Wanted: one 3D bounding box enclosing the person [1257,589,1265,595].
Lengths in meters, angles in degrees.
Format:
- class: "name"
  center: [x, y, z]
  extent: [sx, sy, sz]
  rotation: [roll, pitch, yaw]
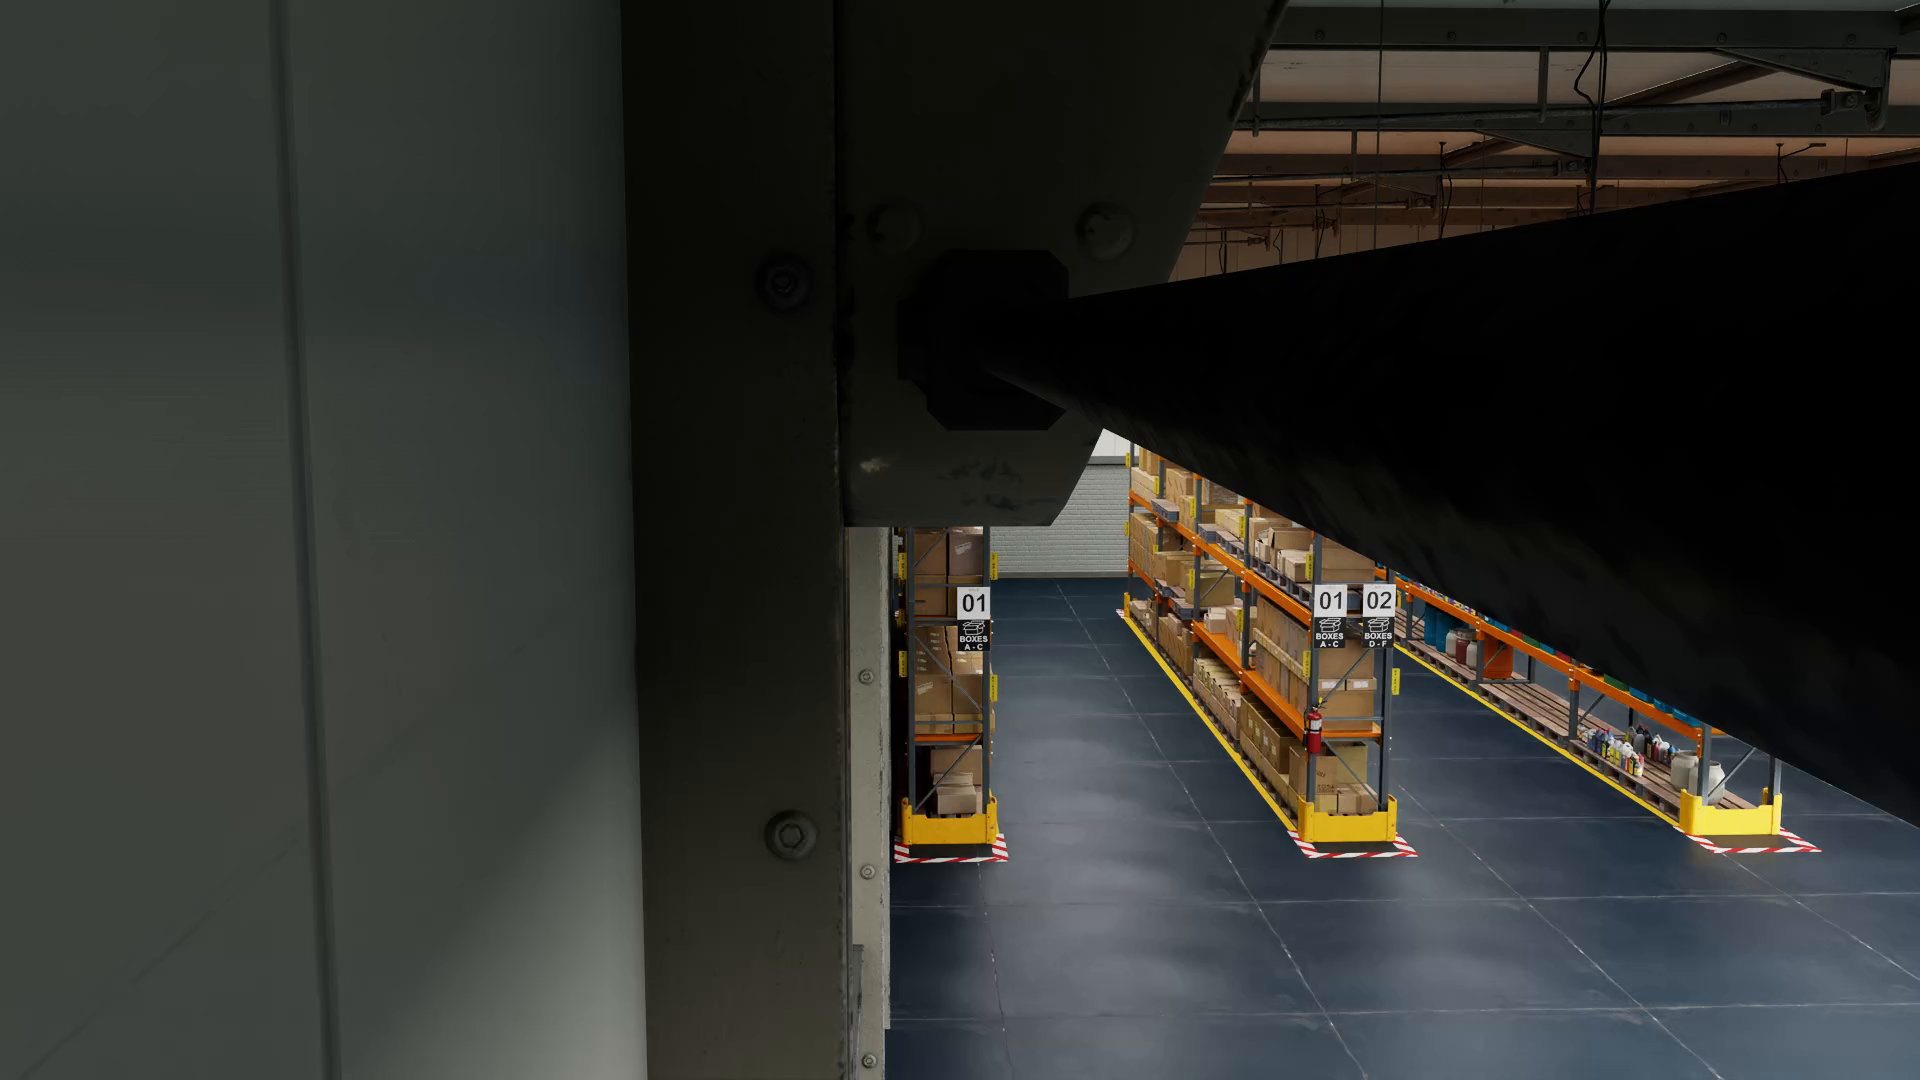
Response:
- class: "person"
  center: [6.356, 1.142, 33.792]
  extent: [0.722, 1.791, 0.900]
  rotation: [-2, 8, -15]
